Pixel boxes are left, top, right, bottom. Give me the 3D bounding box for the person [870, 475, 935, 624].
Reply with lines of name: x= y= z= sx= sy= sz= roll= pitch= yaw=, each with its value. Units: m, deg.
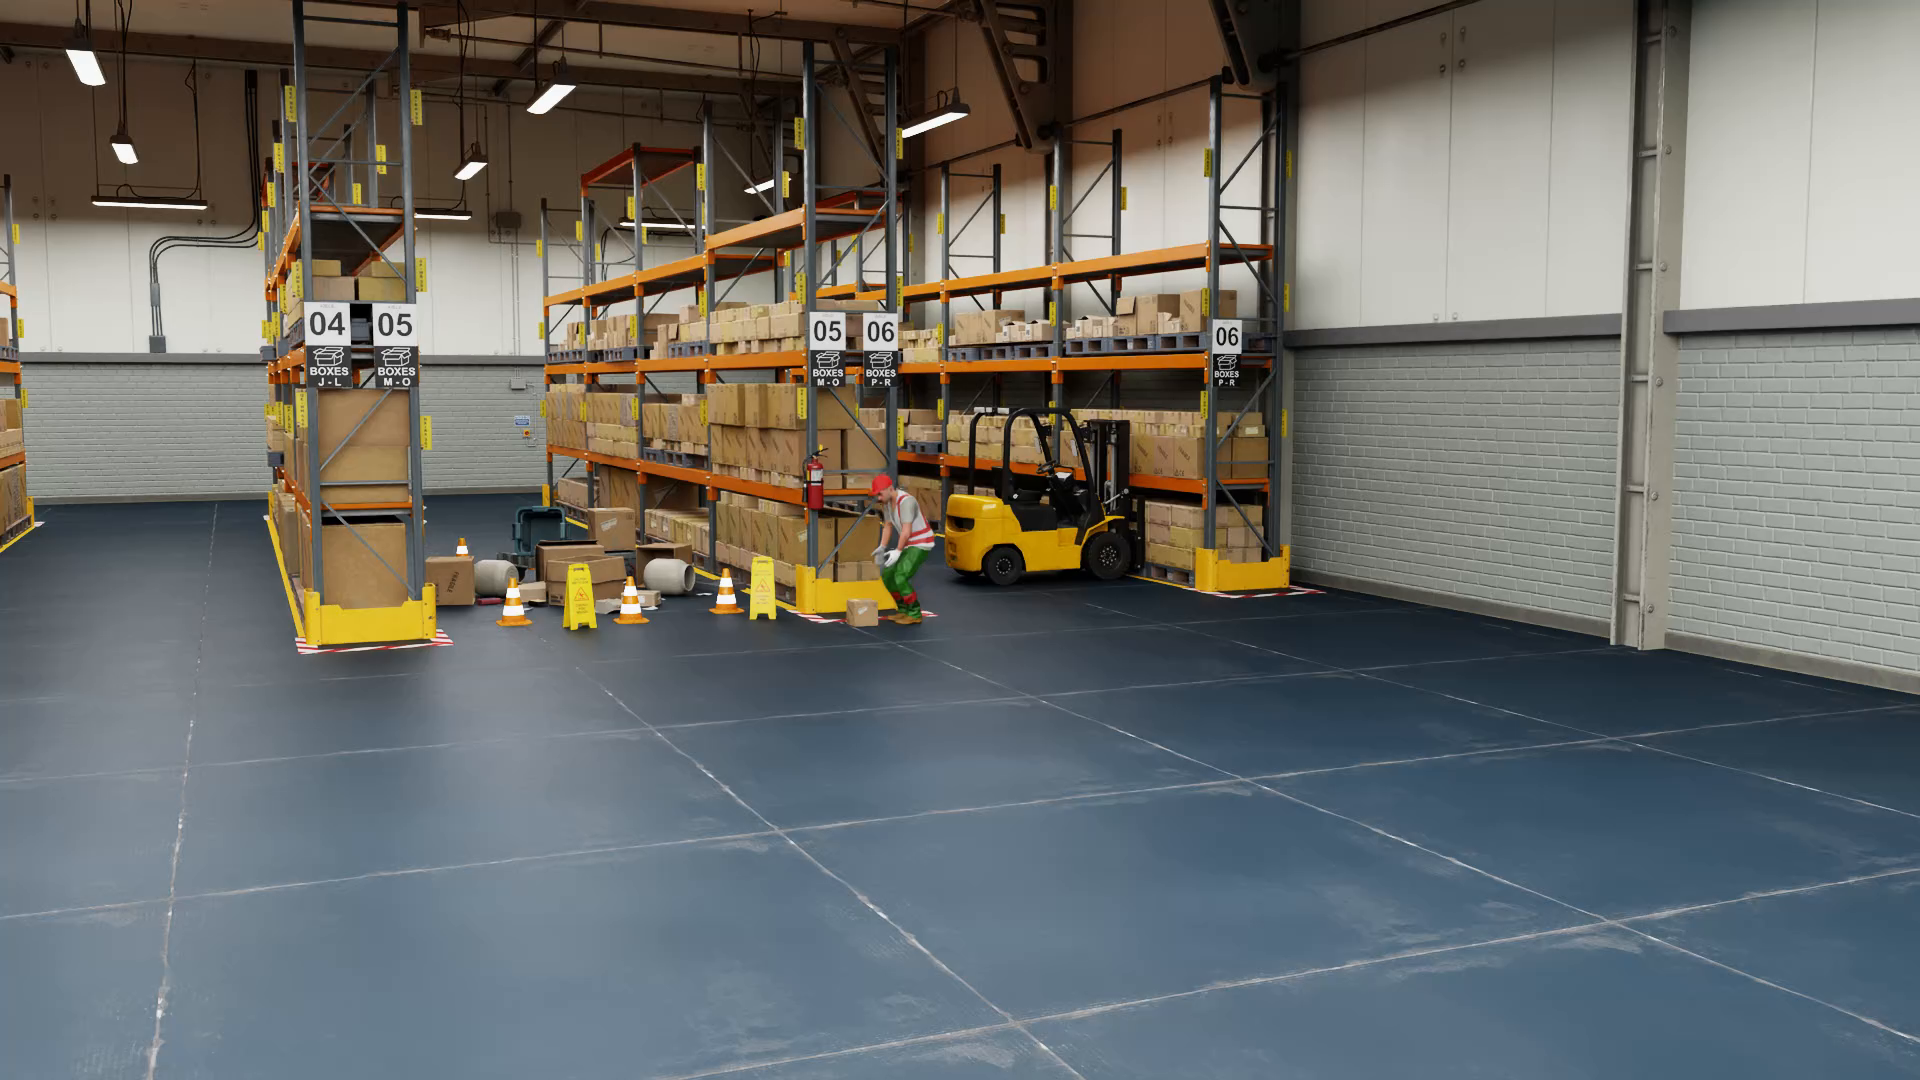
person: x=-0.595 y=0.091 z=17.002 sx=0.690 sy=1.528 sz=0.579 roll=-2 pitch=6 yaw=-23
